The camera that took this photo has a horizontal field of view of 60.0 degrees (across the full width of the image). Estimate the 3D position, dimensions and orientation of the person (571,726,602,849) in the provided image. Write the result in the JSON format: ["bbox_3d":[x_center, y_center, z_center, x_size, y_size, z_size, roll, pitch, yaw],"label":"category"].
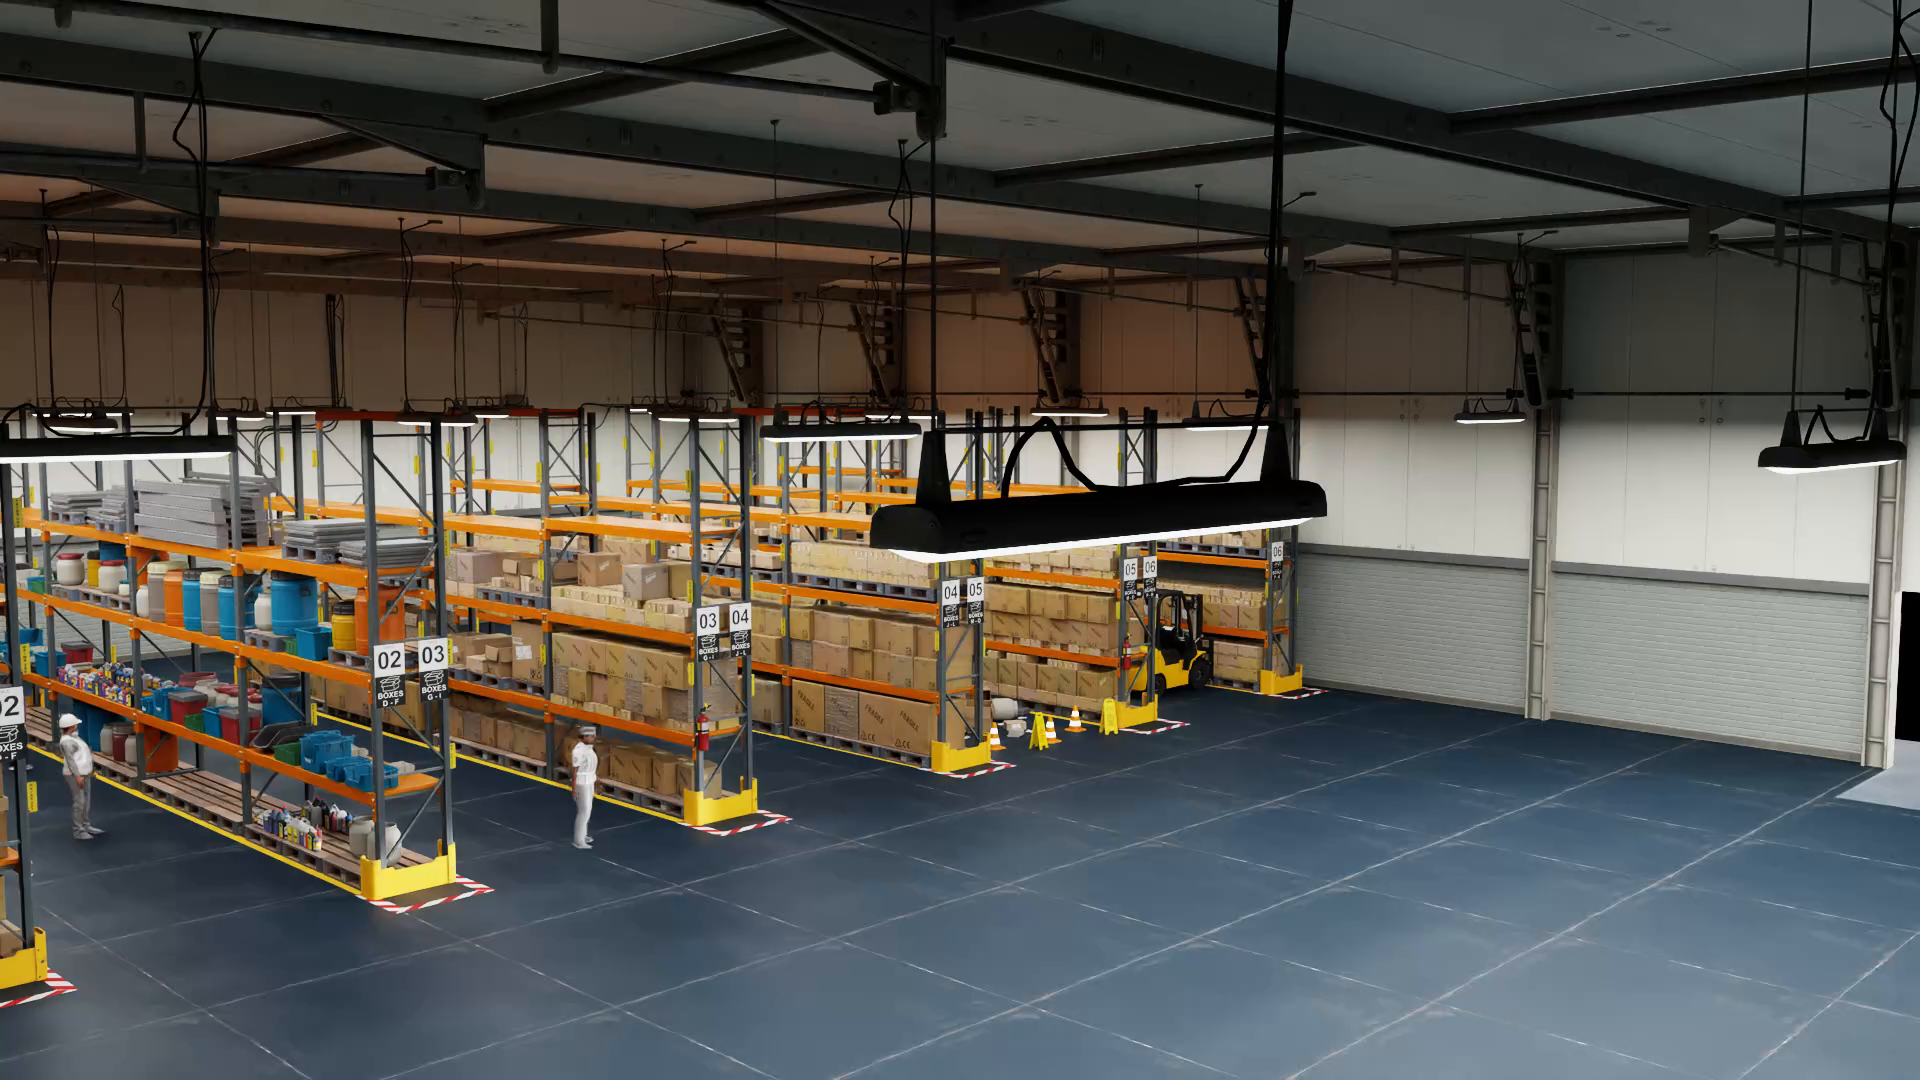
[{"bbox_3d":[-5.272,3.460,23.356,0.394,1.684,0.579,1,5,10],"label":"person"}]

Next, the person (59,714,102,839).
[{"bbox_3d":[-12.603,3.368,23.800,0.493,1.802,0.574,-1,5,-9],"label":"person"}]

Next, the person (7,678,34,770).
[{"bbox_3d":[-15.757,3.058,27.818,0.476,1.599,0.367,3,6,34],"label":"person"}]
